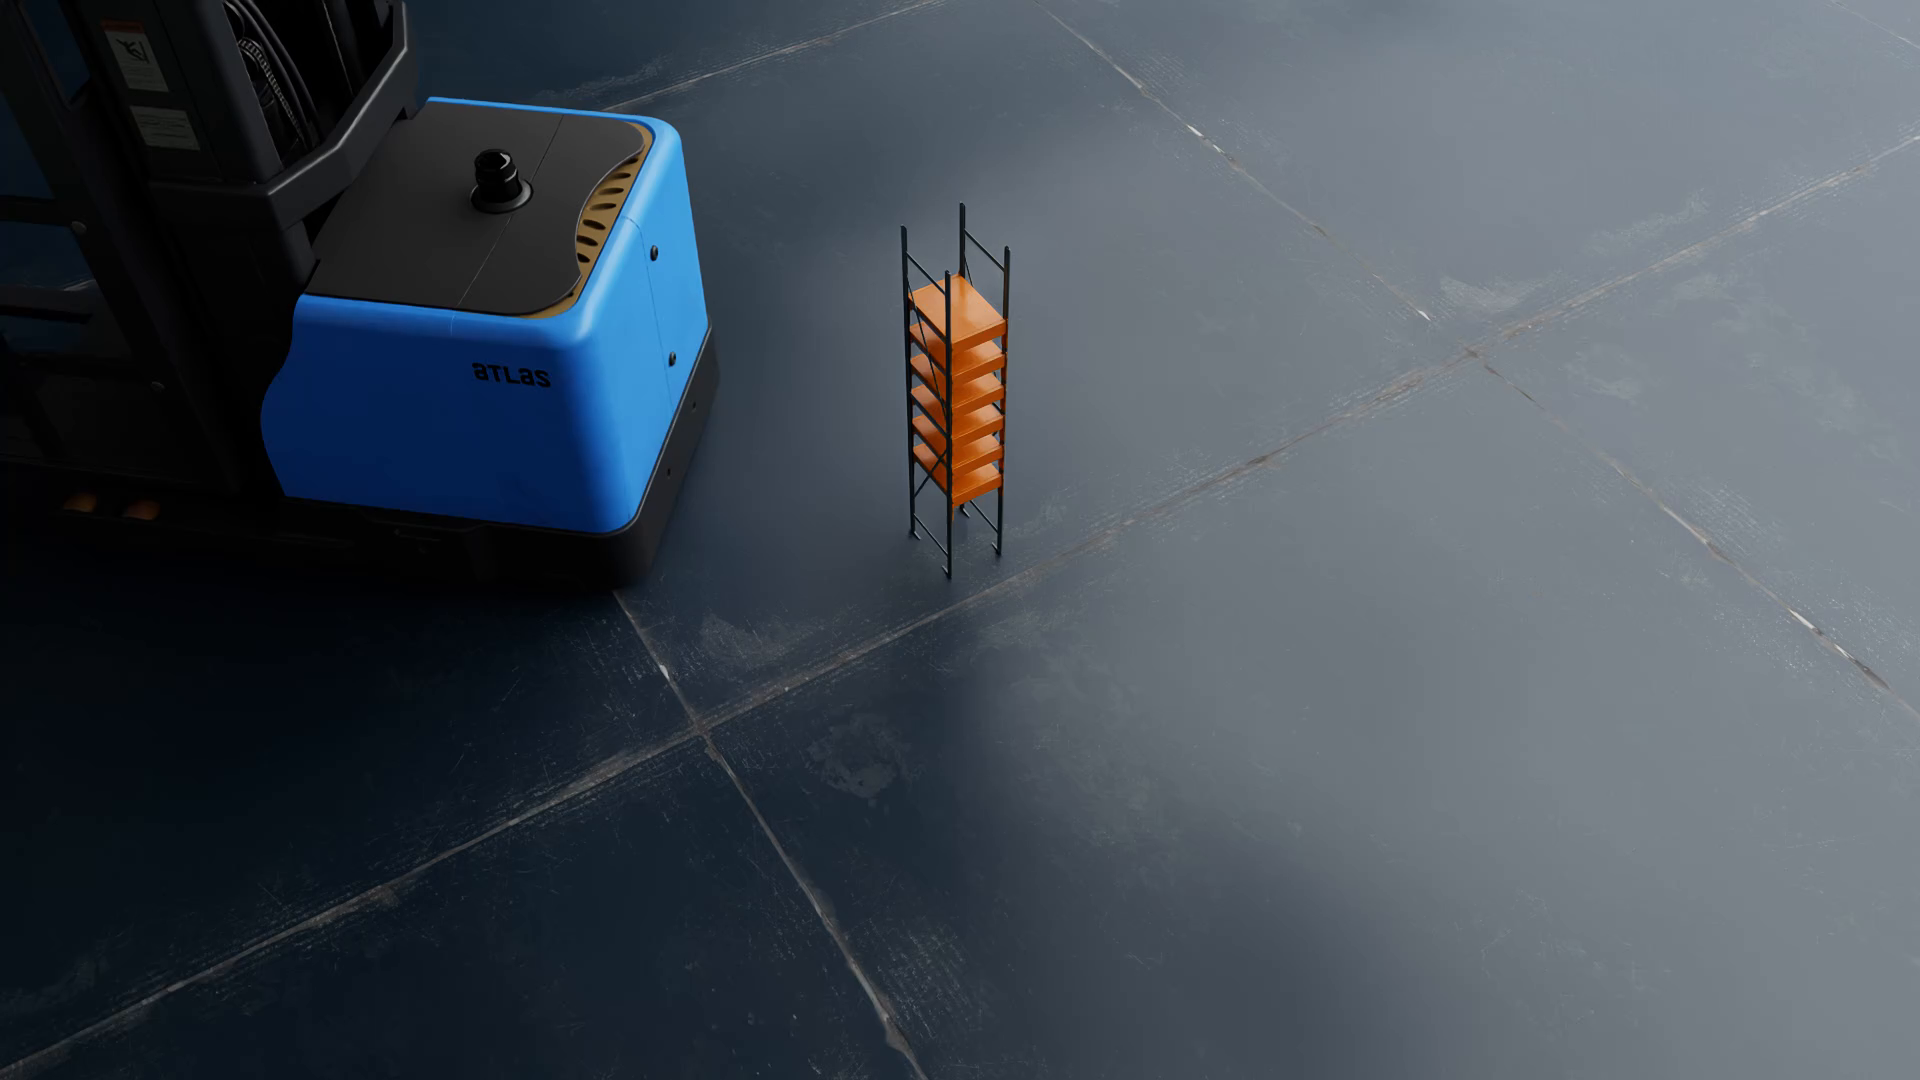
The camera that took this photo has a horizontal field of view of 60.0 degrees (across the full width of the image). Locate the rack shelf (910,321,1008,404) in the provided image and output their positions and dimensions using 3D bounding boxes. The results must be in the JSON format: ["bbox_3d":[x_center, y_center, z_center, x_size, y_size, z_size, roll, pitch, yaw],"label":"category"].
[{"bbox_3d":[-0.012,-0.523,4.651,0.180,0.103,0.258,-25,53,-21],"label":"rack shelf"}]

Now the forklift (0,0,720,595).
[{"bbox_3d":[-2.376,-1.327,4.469,3.031,2.935,1.130,7,49,6],"label":"forklift"}]

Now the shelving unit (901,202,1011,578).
[{"bbox_3d":[-0.012,-0.393,4.797,0.189,1.200,0.258,-25,53,-21],"label":"shelving unit"}]

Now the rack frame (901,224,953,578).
[{"bbox_3d":[-0.090,-0.357,4.764,0.006,1.200,0.240,-25,53,-21],"label":"rack frame"}]

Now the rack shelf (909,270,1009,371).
[{"bbox_3d":[-0.012,-0.603,4.561,0.180,0.103,0.258,-25,53,-21],"label":"rack shelf"}]

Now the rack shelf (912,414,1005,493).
[{"bbox_3d":[-0.012,-0.284,4.920,0.180,0.103,0.258,-25,53,-21],"label":"rack shelf"}]

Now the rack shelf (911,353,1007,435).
[{"bbox_3d":[-0.012,-0.444,4.740,0.180,0.103,0.258,-25,53,-21],"label":"rack shelf"}]

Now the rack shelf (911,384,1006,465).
[{"bbox_3d":[-0.012,-0.364,4.830,0.180,0.103,0.258,-25,53,-21],"label":"rack shelf"}]

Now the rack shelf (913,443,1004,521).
[{"bbox_3d":[-0.012,-0.204,5.009,0.180,0.103,0.258,-25,53,-21],"label":"rack shelf"}]

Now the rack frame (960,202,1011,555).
[{"bbox_3d":[0.065,-0.430,4.829,0.006,1.200,0.240,-25,53,-21],"label":"rack frame"}]
